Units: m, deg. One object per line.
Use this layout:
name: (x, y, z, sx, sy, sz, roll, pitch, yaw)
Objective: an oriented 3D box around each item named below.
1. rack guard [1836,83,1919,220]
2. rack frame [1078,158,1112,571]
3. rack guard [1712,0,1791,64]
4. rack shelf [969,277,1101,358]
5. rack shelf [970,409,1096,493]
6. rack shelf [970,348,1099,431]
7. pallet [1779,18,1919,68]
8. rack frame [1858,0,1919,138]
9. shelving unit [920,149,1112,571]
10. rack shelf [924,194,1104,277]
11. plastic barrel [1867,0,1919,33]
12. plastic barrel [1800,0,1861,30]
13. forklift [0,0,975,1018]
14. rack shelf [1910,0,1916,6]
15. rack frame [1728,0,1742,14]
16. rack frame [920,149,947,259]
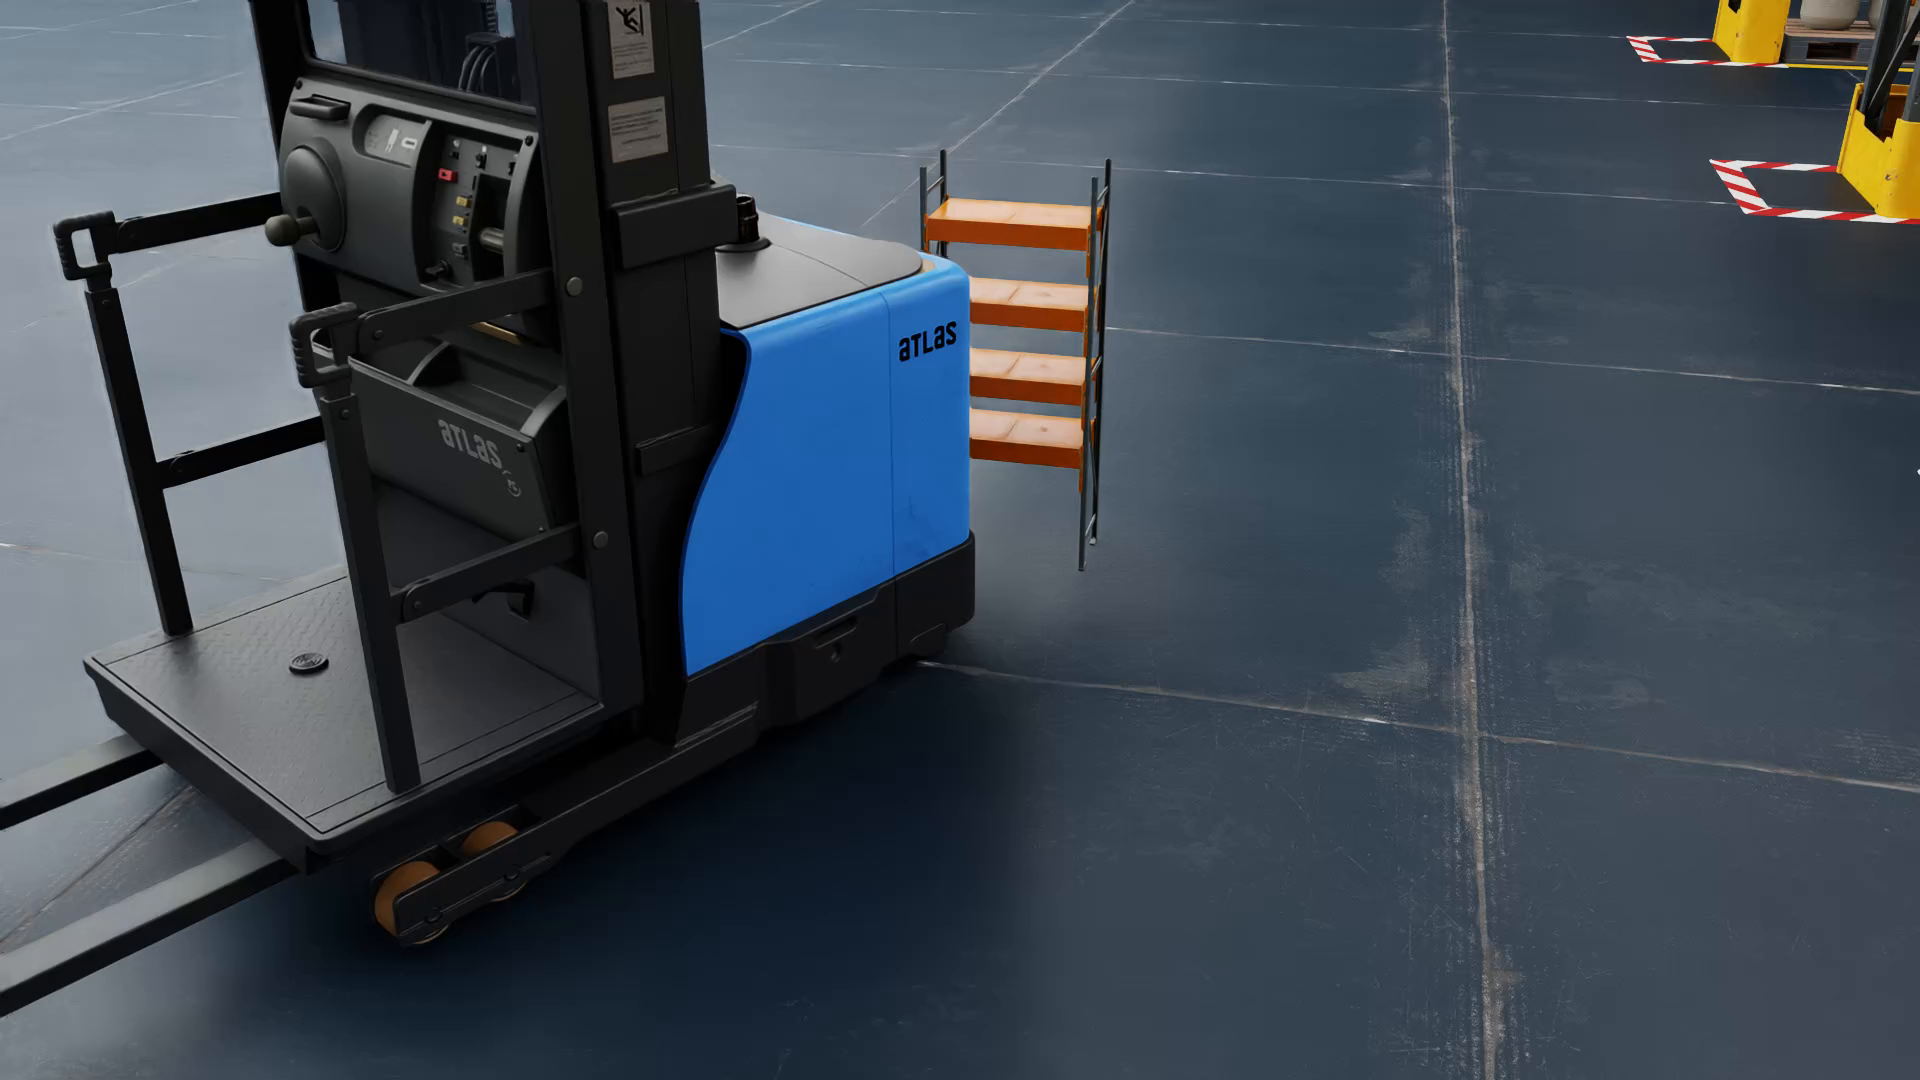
rack guard: (5.217, -2.170, 9.226, 0.348, 0.500, 1.175, 6, 26, 13)
rack frame: (0.397, -0.498, 4.900, 0.015, 1.200, 0.240, 6, 26, 13)
rack guard: (6.463, -4.252, 13.598, 0.348, 0.500, 1.175, 6, 26, 13)
rack shelf: (0.160, -0.665, 4.888, 0.480, 0.148, 0.258, 6, 26, 13)
rack shelf: (0.160, -0.284, 5.069, 0.480, 0.148, 0.258, 6, 26, 13)
rack shelf: (0.160, -0.463, 4.984, 0.480, 0.148, 0.258, 6, 26, 13)
pallet: (7.248, -4.032, 13.473, 1.213, 0.211, 1.003, 6, 26, 13)
rack frame: (5.144, -3.307, 8.706, 0.127, 3.000, 1.000, 6, 26, 13)
shelving unit: (0.160, -0.524, 4.955, 0.503, 1.200, 0.258, 6, 26, 13)
rack shelf: (0.160, -0.879, 4.786, 0.480, 0.148, 0.258, 6, 26, 13)
plastic barrel: (7.519, -4.343, 13.288, 0.421, 0.512, 0.421, 0, 25, 0)
plastic barrel: (7.034, -4.396, 13.400, 0.421, 0.512, 0.421, 0, 25, 0)
forklift: (-1.316, -0.726, 3.365, 1.130, 2.935, 3.031, 21, 33, 37)
rack shelf: (7.081, -2.768, 8.411, 4.000, 0.370, 1.077, 6, 26, 13)
rack frame: (6.377, -5.369, 13.037, 0.127, 3.000, 1.000, 6, 26, 13)
rack frame: (-0.076, -0.550, 5.010, 0.015, 1.200, 0.240, 6, 26, 13)
